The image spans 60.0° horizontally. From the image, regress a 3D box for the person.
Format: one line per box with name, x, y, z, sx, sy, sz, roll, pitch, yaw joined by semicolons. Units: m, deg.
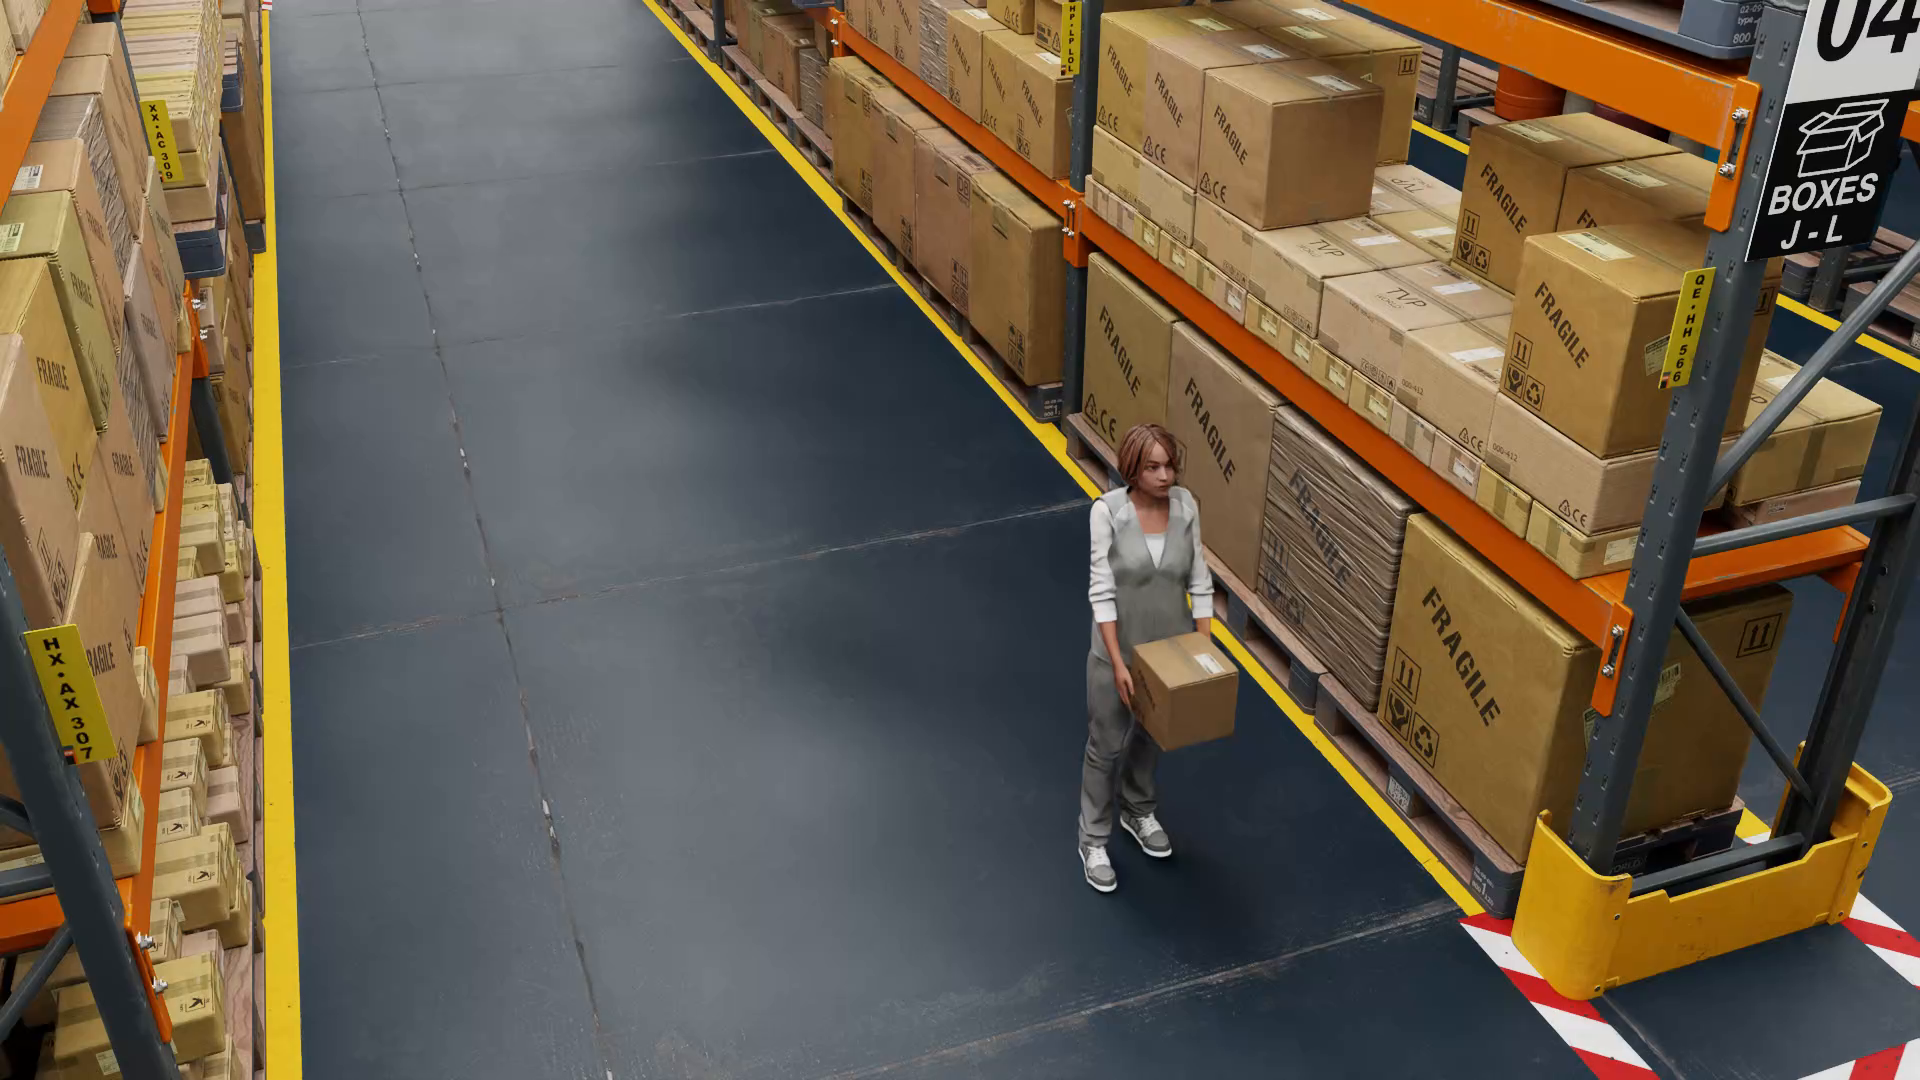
person;0.611;0.388;5.462;0.451;1.601;0.437;-9;31;-15
